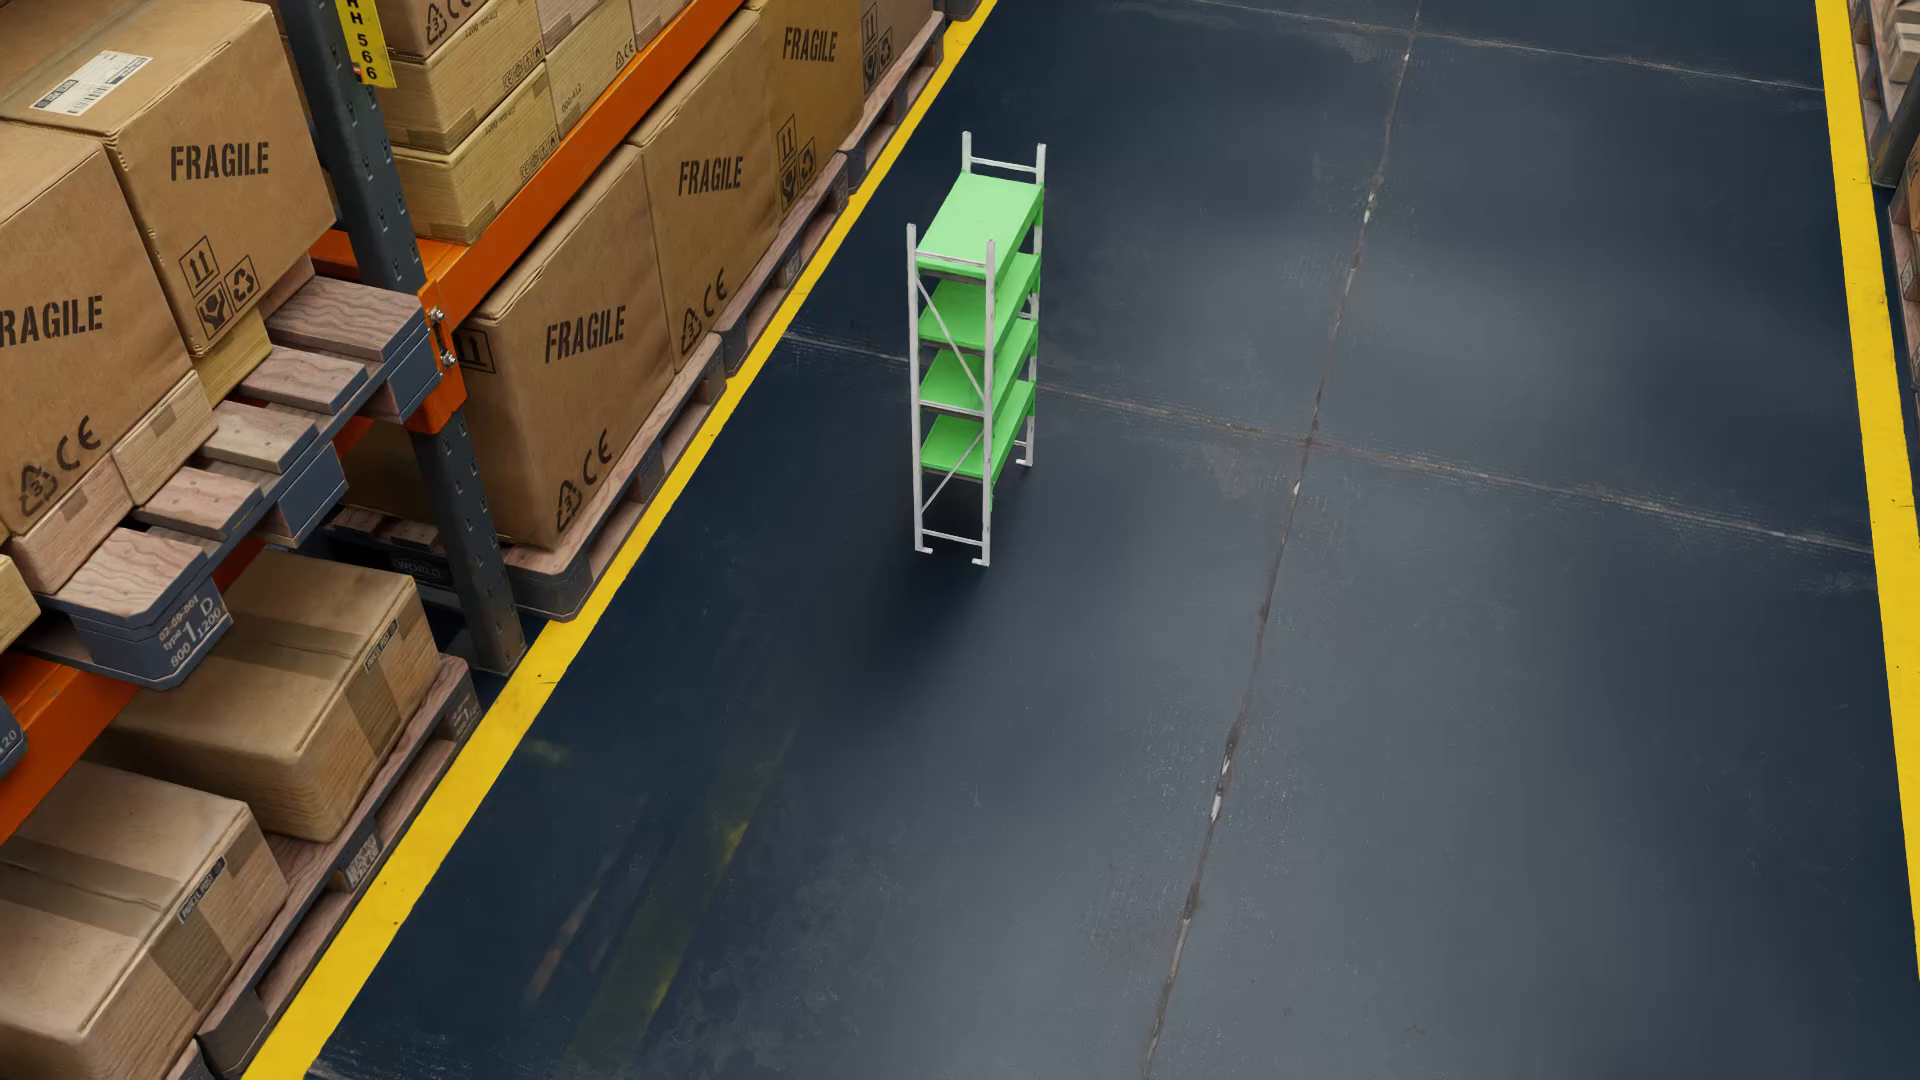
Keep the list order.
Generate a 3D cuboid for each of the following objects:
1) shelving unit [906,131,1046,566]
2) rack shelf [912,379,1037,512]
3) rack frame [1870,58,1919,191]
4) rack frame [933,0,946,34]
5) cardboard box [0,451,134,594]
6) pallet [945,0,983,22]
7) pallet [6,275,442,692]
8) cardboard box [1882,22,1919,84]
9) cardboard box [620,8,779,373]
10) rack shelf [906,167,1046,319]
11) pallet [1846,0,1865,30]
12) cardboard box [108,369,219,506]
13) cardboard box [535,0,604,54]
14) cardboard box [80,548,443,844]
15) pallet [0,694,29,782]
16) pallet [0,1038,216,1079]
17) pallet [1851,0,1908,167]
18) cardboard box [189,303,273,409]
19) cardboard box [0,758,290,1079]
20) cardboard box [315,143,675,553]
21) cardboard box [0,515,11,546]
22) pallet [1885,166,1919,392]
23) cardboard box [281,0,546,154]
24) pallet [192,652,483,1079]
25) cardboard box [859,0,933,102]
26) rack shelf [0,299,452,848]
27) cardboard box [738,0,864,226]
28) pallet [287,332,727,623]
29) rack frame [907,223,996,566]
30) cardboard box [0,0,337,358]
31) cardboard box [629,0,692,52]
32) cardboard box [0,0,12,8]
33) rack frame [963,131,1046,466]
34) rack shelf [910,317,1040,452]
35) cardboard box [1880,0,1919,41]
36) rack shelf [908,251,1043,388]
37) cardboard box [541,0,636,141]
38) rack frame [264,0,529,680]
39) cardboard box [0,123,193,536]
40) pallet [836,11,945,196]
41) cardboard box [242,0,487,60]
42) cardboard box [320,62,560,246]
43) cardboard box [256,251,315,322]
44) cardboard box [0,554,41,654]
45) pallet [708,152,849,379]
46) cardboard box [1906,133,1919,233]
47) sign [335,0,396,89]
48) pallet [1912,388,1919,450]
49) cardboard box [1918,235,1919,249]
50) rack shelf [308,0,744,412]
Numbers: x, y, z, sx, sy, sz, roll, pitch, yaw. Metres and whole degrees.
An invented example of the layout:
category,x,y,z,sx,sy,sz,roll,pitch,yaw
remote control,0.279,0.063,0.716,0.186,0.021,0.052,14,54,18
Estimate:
category,x,y,z,sx,sy,sz,roll,pitch,yaw
shelving unit,0.050,-0.539,4.943,0.258,1.200,0.503,13,46,13
rack shelf,0.050,-0.322,5.156,0.258,0.148,0.480,13,46,13
rack frame,4.171,-2.431,5.590,1.000,3.000,0.127,13,46,13
rack frame,-0.561,-3.480,6.662,1.000,3.000,0.127,13,46,13
cardboard box,-1.777,-0.068,3.054,0.380,0.149,0.250,11,45,11
pallet,-0.256,-2.974,8.138,1.003,0.211,1.213,13,46,13
pallet,-1.886,-0.248,3.495,1.213,0.211,1.003,13,46,13
cardboard box,4.060,-1.996,6.883,0.380,0.149,0.250,11,45,11
cardboard box,-1.209,-1.241,5.592,0.875,0.875,0.875,13,46,13
rack shelf,0.050,-0.837,4.652,0.258,0.148,0.480,13,46,13
pallet,4.748,-2.708,7.866,1.003,0.211,1.213,13,46,13
cardboard box,-1.693,-0.234,3.224,0.380,0.149,0.250,12,46,12
cardboard box,-1.226,-1.569,4.458,0.500,0.250,0.500,14,46,13
cardboard box,-1.952,0.350,4.326,0.950,0.372,0.625,10,45,10
pallet,-2.332,0.583,2.647,1.003,0.211,1.213,13,46,13
pallet,-2.381,1.514,3.552,1.003,0.211,1.213,13,46,13
pallet,4.380,-1.892,7.033,1.003,0.211,1.213,13,46,13
cardboard box,-1.659,-0.412,3.405,0.380,0.149,0.250,13,46,13
cardboard box,-2.168,0.843,3.822,0.950,0.372,0.625,12,46,12
cardboard box,-1.484,-0.647,4.986,0.875,0.875,0.875,12,46,12
cardboard box,-1.942,-0.060,2.583,0.500,0.500,0.500,10,45,10
pallet,3.961,-0.884,6.003,1.003,0.211,1.213,13,46,13
cardboard box,-1.383,-1.224,4.106,0.500,0.250,0.500,12,46,12
pallet,-2.010,0.703,4.380,1.003,0.211,1.213,13,46,13
cardboard box,-0.672,-2.440,6.818,0.875,0.875,0.875,14,46,14
rack shelf,-2.378,0.776,2.826,1.077,0.370,4.000,13,46,13
cardboard box,-0.938,-1.837,6.201,0.875,0.875,0.875,14,46,14
pallet,-1.461,-0.327,5.433,1.003,0.211,1.213,13,46,13
rack frame,-0.024,-0.377,4.777,0.240,1.200,0.015,13,46,13
cardboard box,-1.645,-0.744,3.281,0.500,0.500,0.500,11,46,11
cardboard box,-1.081,-1.728,4.978,0.500,0.250,0.500,14,46,14
cardboard box,-2.129,-0.855,3.395,0.500,0.500,0.500,11,46,11
rack frame,0.124,-0.702,5.109,0.240,1.200,0.015,13,46,13
rack shelf,0.050,-0.494,4.988,0.258,0.148,0.480,13,46,13
cardboard box,4.168,-2.276,7.085,0.396,0.266,0.258,14,46,14
rack shelf,0.050,-0.665,4.820,0.258,0.148,0.480,13,46,13
cardboard box,-1.245,-1.379,4.622,0.500,0.250,0.500,11,46,11
rack frame,-1.772,-0.814,3.937,1.000,3.000,0.127,13,46,13
cardboard box,-1.791,-0.397,2.927,0.500,0.500,0.500,12,46,12
pallet,-0.722,-1.953,7.095,1.003,0.211,1.213,13,46,13
cardboard box,-1.389,-1.484,3.835,0.500,0.500,0.500,11,45,11
cardboard box,-1.384,-1.033,4.268,0.500,0.250,0.500,12,46,12
cardboard box,-1.647,-0.606,3.604,0.380,0.149,0.250,14,46,14
cardboard box,-1.847,0.118,2.864,0.380,0.149,0.250,13,46,13
pallet,-1.090,-1.137,6.261,1.003,0.211,1.213,13,46,13
cardboard box,3.810,-1.413,6.036,0.500,0.500,0.500,14,46,14
sign,-1.252,-1.091,3.449,0.100,0.325,0.005,13,46,13
pallet,3.593,-0.068,5.169,1.003,0.211,1.213,13,46,13
cardboard box,3.658,-1.056,5.671,0.500,0.500,0.500,12,46,12
rack shelf,-1.166,-1.890,5.551,1.077,0.370,4.000,13,46,13
